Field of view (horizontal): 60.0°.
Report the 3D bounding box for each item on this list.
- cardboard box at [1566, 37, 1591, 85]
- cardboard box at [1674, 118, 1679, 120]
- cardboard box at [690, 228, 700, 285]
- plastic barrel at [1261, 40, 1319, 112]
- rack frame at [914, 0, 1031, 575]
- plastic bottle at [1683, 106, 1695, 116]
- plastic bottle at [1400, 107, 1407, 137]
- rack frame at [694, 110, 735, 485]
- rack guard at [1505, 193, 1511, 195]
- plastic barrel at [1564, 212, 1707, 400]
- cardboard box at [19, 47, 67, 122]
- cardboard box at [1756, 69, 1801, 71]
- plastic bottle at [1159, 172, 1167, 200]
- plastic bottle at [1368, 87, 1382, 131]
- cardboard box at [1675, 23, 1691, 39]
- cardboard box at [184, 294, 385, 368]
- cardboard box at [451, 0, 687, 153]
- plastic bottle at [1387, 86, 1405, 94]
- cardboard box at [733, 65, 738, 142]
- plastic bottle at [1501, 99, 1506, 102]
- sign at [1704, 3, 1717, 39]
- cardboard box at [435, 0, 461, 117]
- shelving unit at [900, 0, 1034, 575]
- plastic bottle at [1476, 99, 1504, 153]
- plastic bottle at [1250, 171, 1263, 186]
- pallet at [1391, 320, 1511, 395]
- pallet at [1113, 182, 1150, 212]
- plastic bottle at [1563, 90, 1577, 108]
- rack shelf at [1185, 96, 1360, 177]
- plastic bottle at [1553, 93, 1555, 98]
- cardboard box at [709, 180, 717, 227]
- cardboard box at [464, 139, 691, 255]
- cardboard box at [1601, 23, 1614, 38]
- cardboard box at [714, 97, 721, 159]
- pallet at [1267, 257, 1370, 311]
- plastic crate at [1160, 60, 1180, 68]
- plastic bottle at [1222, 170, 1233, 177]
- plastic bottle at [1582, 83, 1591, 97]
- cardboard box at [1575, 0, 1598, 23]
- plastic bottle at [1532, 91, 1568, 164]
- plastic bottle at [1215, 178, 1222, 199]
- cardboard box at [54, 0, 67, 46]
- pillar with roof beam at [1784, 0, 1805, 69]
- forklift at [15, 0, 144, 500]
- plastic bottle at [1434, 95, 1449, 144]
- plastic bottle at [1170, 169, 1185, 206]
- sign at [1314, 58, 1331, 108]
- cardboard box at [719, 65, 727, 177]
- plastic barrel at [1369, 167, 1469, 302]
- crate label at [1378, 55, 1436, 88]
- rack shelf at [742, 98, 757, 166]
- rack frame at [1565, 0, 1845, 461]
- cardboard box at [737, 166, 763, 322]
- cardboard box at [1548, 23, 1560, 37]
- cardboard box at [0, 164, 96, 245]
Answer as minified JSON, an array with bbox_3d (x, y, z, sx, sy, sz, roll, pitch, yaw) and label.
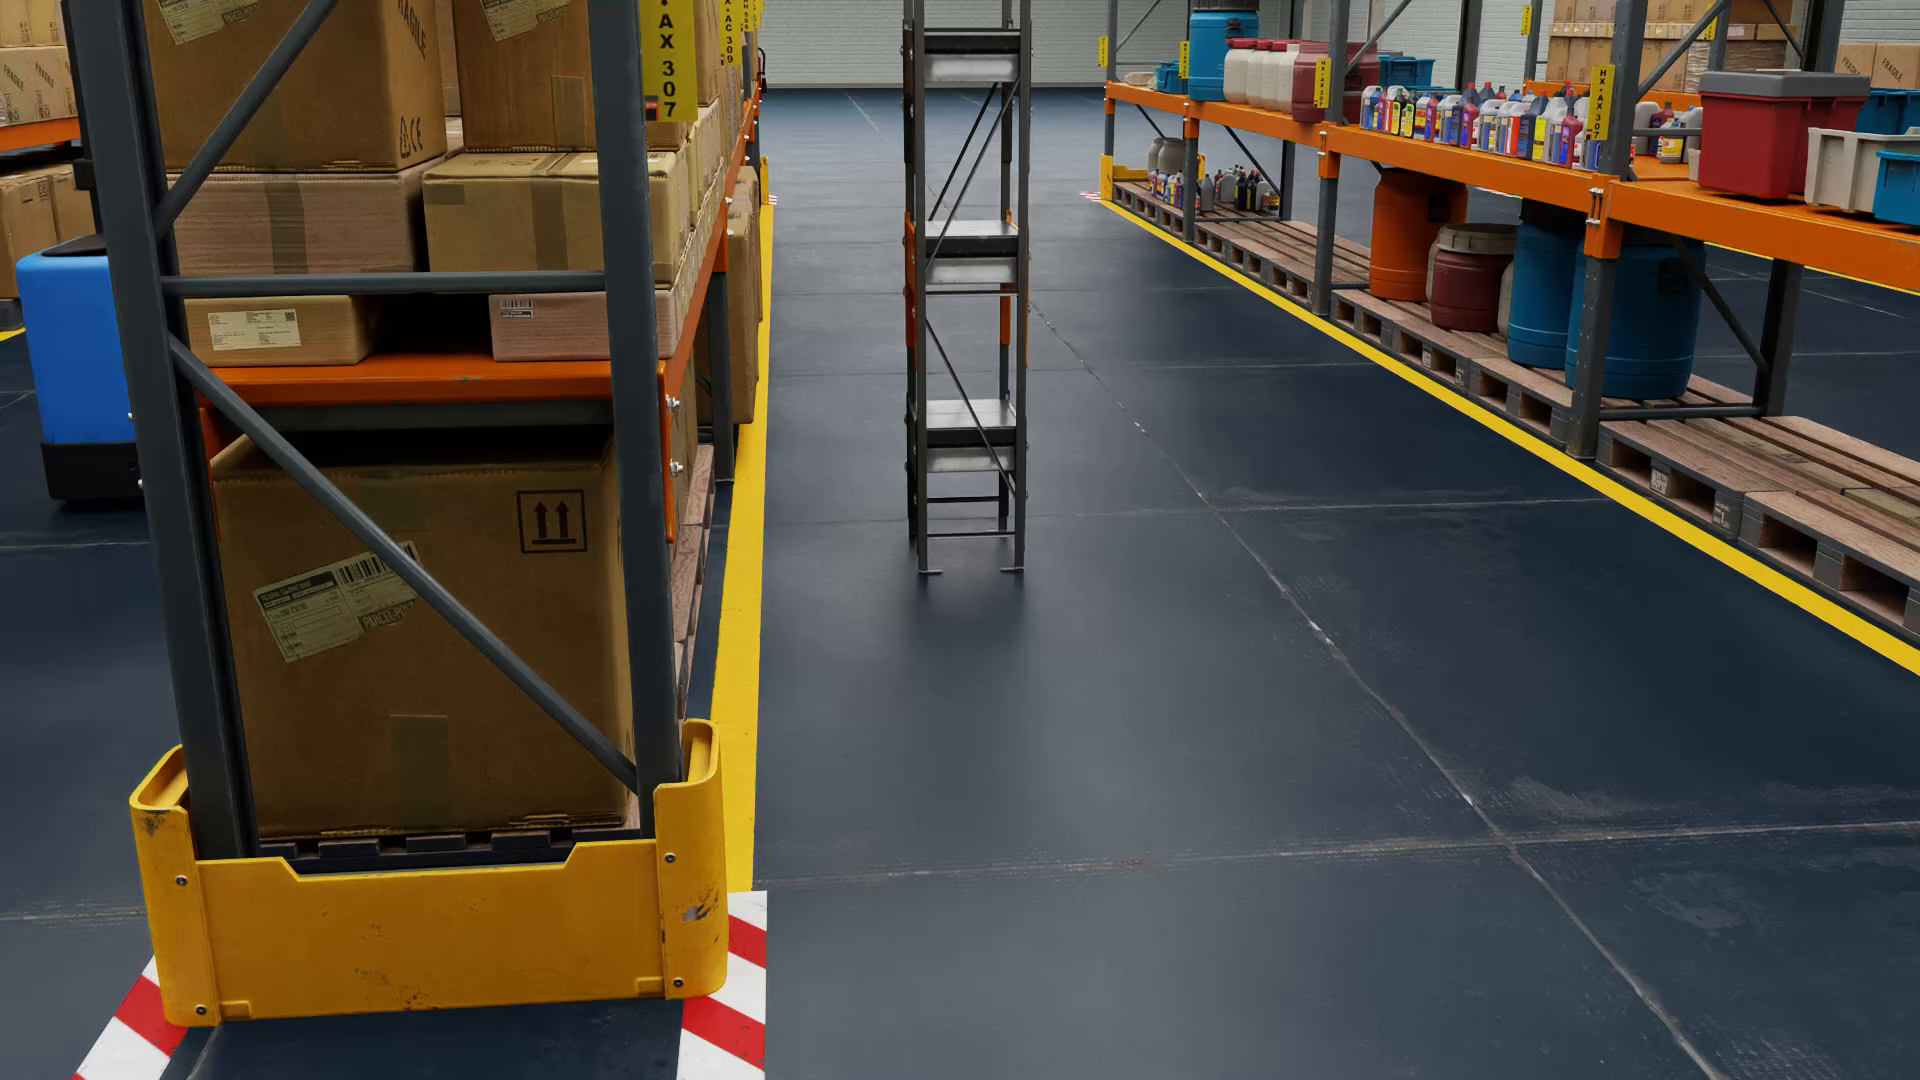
[{"bbox_3d":[7.192,-5.317,18.439,0.700,0.500,0.500,-1,17,-4],"label":"cardboard box"},{"bbox_3d":[7.566,-4.363,18.205,0.500,0.500,0.500,-2,18,-6],"label":"cardboard box"},{"bbox_3d":[-0.922,-0.796,4.623,0.380,0.149,0.250,-2,18,-7],"label":"cardboard box"},{"bbox_3d":[2.584,-3.647,13.059,0.433,0.535,0.433,0,17,0],"label":"plastic barrel"},{"bbox_3d":[0.042,-0.880,5.974,0.400,2.100,0.015,-2,18,-6],"label":"rack frame"},{"bbox_3d":[3.717,-2.071,8.480,0.097,0.271,0.097,0,17,0],"label":"plastic bottle"},{"bbox_3d":[2.765,-2.583,10.229,0.097,0.201,0.097,0,17,0],"label":"plastic bottle"},{"bbox_3d":[-1.519,-1.685,7.037,1.000,3.000,0.127,-2,18,-6],"label":"rack frame"},{"bbox_3d":[7.095,-4.380,19.793,1.175,0.500,0.348,-2,18,-6],"label":"rack guard"},{"bbox_3d":[3.369,-1.200,8.294,0.600,0.901,0.708,-2,18,-6],"label":"plastic barrel"},{"bbox_3d":[-6.760,-3.245,11.839,0.500,0.500,0.500,-2,18,-6],"label":"cardboard box"},{"bbox_3d":[7.604,-4.157,15.160,0.500,0.250,0.500,-1,17,-2],"label":"cardboard box"},{"bbox_3d":[2.093,-3.640,17.083,0.097,0.271,0.097,0,17,0],"label":"plastic bottle"},{"bbox_3d":[2.703,-2.794,10.784,0.097,0.271,0.097,0,17,0],"label":"plastic bottle"},{"bbox_3d":[7.216,-4.957,16.208,0.380,0.149,0.250,-2,18,-7],"label":"cardboard box"},{"bbox_3d":[-1.470,-0.469,3.584,0.380,0.149,0.250,-1,17,-5],"label":"cardboard box"},{"bbox_3d":[-0.939,-1.222,4.063,0.500,0.500,0.500,-2,18,-7],"label":"cardboard box"},{"bbox_3d":[2.870,-2.836,10.911,0.152,0.276,0.135,-2,18,-6],"label":"plastic bottle"},{"bbox_3d":[-1.588,-2.636,9.900,0.500,0.500,0.500,-2,18,-6],"label":"cardboard box"},{"bbox_3d":[3.479,-2.724,10.678,0.097,0.201,0.097,0,17,0],"label":"plastic bottle"},{"bbox_3d":[6.958,-4.807,15.402,0.100,0.325,0.005,-2,18,-6],"label":"sign"},{"bbox_3d":[-1.622,-1.661,5.461,0.500,0.500,0.500,-2,18,-7],"label":"cardboard box"},{"bbox_3d":[0.017,-0.952,6.205,0.431,2.100,0.503,-2,18,-6],"label":"shelving unit"},{"bbox_3d":[2.918,-2.255,9.058,0.152,0.276,0.135,-2,18,-6],"label":"plastic bottle"},{"bbox_3d":[2.912,-3.421,16.254,0.144,0.351,0.185,-1,17,-4],"label":"plastic bottle"},{"bbox_3d":[3.241,-1.103,9.839,1.003,0.211,1.213,-2,18,-6],"label":"pallet"},{"bbox_3d":[2.303,-3.820,18.491,1.003,0.211,1.213,-2,18,-6],"label":"pallet"},{"bbox_3d":[3.112,-2.138,8.561,0.144,0.351,0.185,-2,18,-6],"label":"plastic bottle"},{"bbox_3d":[2.789,-3.283,13.326,1.077,0.370,4.000,-2,18,-6],"label":"rack shelf"},{"bbox_3d":[3.455,-2.467,9.721,0.061,0.283,0.133,-2,18,-6],"label":"plastic bottle"},{"bbox_3d":[-1.055,-1.178,5.841,0.380,0.149,0.250,-1,17,-5],"label":"cardboard box"},{"bbox_3d":[-0.947,-0.870,4.193,0.500,0.250,0.500,-2,18,-6],"label":"cardboard box"},{"bbox_3d":[7.059,-5.415,17.668,0.380,0.149,0.250,-2,18,-6],"label":"cardboard box"},{"bbox_3d":[-1.212,-1.632,6.621,0.500,0.250,0.500,-2,18,-7],"label":"cardboard box"},{"bbox_3d":[2.954,-1.931,12.477,1.003,0.211,1.213,-2,18,-6],"label":"pallet"},{"bbox_3d":[2.519,-5.203,18.489,0.499,0.251,0.616,-2,18,-6],"label":"plastic crate"},{"bbox_3d":[2.794,-3.714,17.313,0.152,0.276,0.135,-2,18,-5],"label":"plastic bottle"},{"bbox_3d":[3.587,-2.415,9.444,0.144,0.351,0.185,-2,18,-6],"label":"plastic bottle"},{"bbox_3d":[7.198,-5.920,18.194,0.700,0.500,0.500,-2,18,-7],"label":"cardboard box"},{"bbox_3d":[2.988,-2.078,8.372,0.144,0.351,0.185,-2,18,-6],"label":"plastic bottle"},{"bbox_3d":[2.686,-3.628,17.162,0.097,0.201,0.097,0,17,0],"label":"plastic bottle"},{"bbox_3d":[-7.124,-4.019,12.634,0.700,0.500,0.500,-2,18,-5],"label":"cardboard box"},{"bbox_3d":[8.056,-10.054,23.680,9.100,9.000,0.400,-2,18,-6],"label":"pillar with roof beam"},{"bbox_3d":[-3.563,-1.964,8.041,1.130,2.935,3.031,-3,18,-9],"label":"forklift"},{"bbox_3d":[2.822,-2.450,9.688,0.097,0.271,0.097,0,17,0],"label":"plastic bottle"},{"bbox_3d":[2.176,-3.504,16.518,0.144,0.351,0.185,-2,18,-6],"label":"plastic bottle"},{"bbox_3d":[2.449,-3.089,11.235,0.100,0.325,0.005,-2,18,-6],"label":"sign"},{"bbox_3d":[-1.318,-1.878,7.483,0.500,0.500,0.500,-2,18,-5],"label":"cardboard box"},{"bbox_3d":[3.063,-2.050,11.120,0.600,0.830,0.708,-2,18,-6],"label":"plastic barrel"},{"bbox_3d":[3.162,-3.351,12.284,0.502,0.435,0.616,-2,18,-6],"label":"crate label"},{"bbox_3d":[-2.138,-3.129,12.839,1.077,0.370,4.000,-2,18,-6],"label":"rack shelf"},{"bbox_3d":[3.408,-1.838,7.524,1.000,3.000,0.127,-2,18,-6],"label":"rack frame"},{"bbox_3d":[-1.881,-1.857,10.431,1.225,0.875,0.875,-3,18,-8],"label":"cardboard box"},{"bbox_3d":[6.924,-5.799,18.890,0.380,0.149,0.250,-2,18,-6],"label":"cardboard box"},{"bbox_3d":[-6.942,-2.325,12.131,1.050,0.750,0.750,-2,17,-5],"label":"cardboard box"}]
